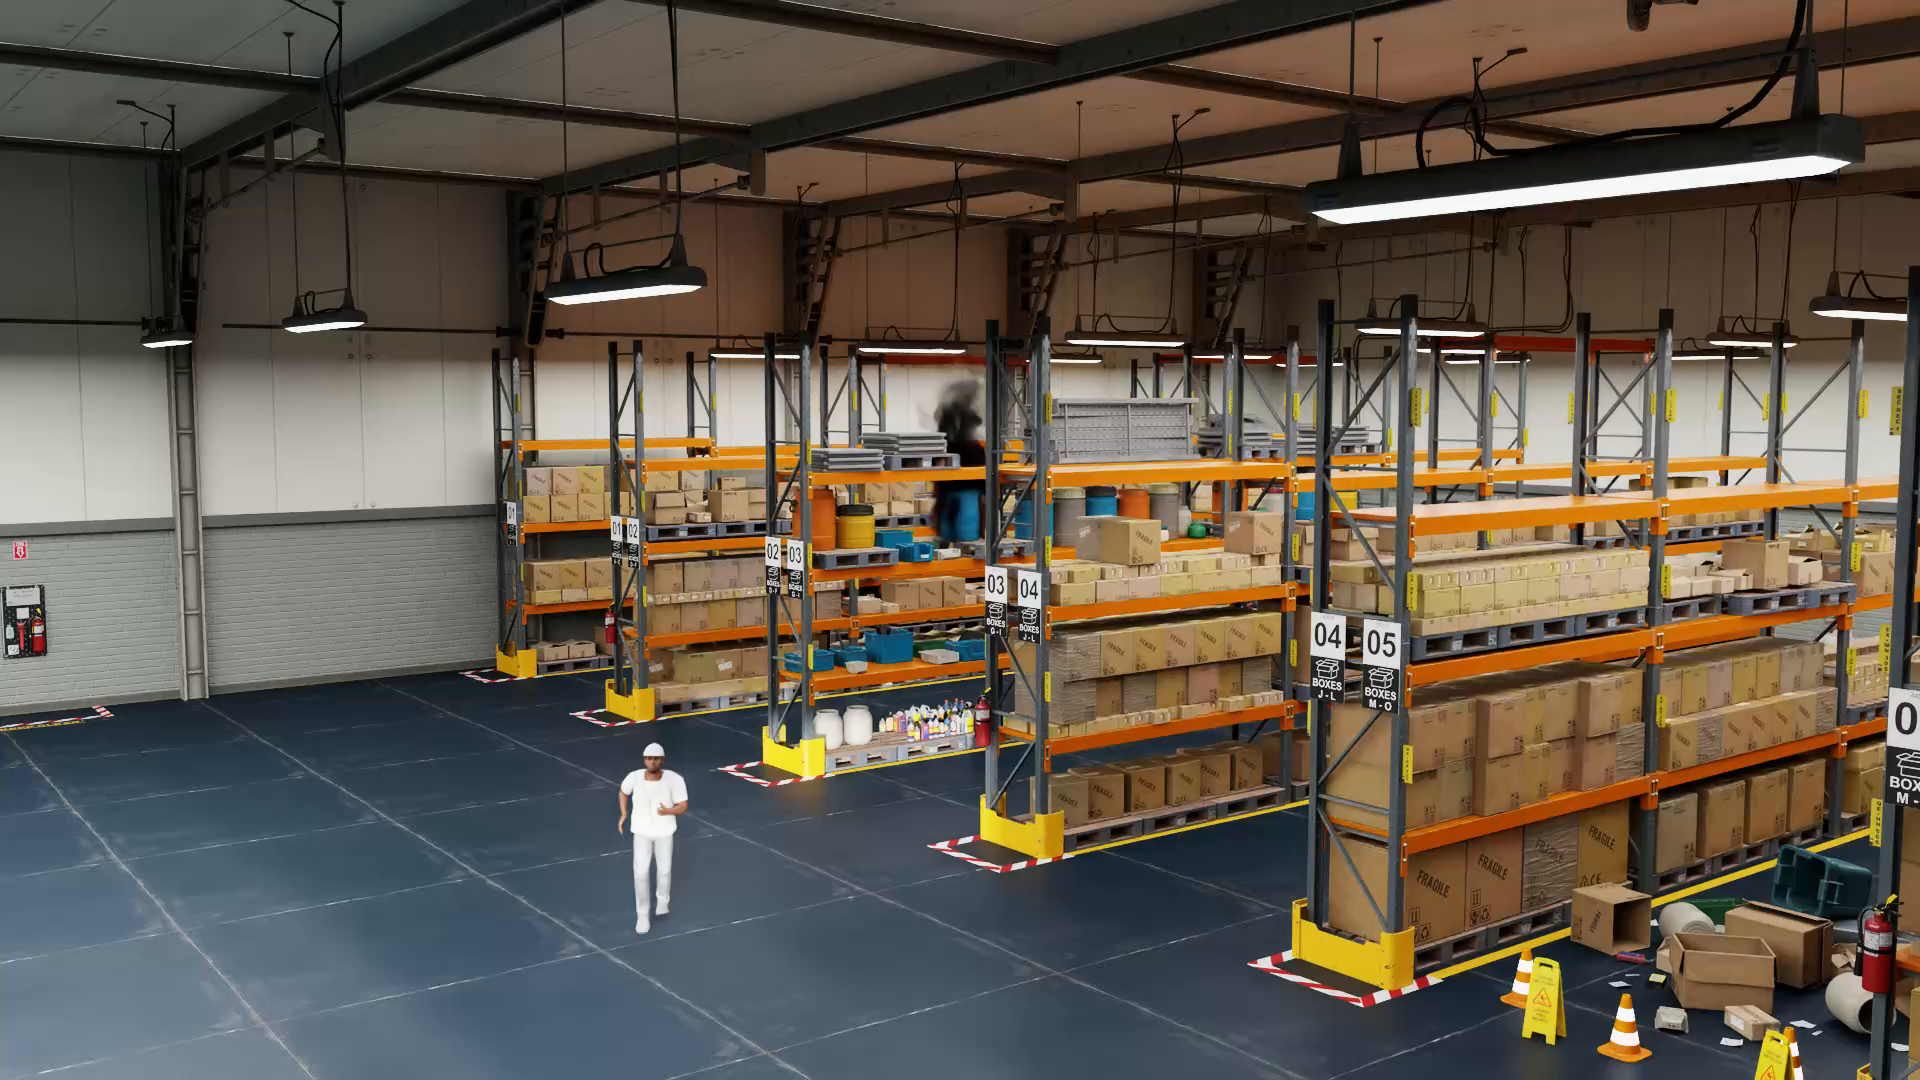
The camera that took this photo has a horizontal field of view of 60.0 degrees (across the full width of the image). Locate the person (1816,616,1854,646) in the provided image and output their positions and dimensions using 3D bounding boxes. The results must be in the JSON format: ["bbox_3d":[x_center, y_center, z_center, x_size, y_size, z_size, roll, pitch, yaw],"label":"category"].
[{"bbox_3d":[14.117,2.003,26.818,0.677,1.613,0.528,4,6,37],"label":"person"}]

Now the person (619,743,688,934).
[{"bbox_3d":[-2.973,2.872,16.133,0.670,1.824,0.757,-1,5,-8],"label":"person"}]

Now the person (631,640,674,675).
[{"bbox_3d":[-5.277,1.816,28.594,0.645,1.675,0.664,-4,6,-39],"label":"person"}]
